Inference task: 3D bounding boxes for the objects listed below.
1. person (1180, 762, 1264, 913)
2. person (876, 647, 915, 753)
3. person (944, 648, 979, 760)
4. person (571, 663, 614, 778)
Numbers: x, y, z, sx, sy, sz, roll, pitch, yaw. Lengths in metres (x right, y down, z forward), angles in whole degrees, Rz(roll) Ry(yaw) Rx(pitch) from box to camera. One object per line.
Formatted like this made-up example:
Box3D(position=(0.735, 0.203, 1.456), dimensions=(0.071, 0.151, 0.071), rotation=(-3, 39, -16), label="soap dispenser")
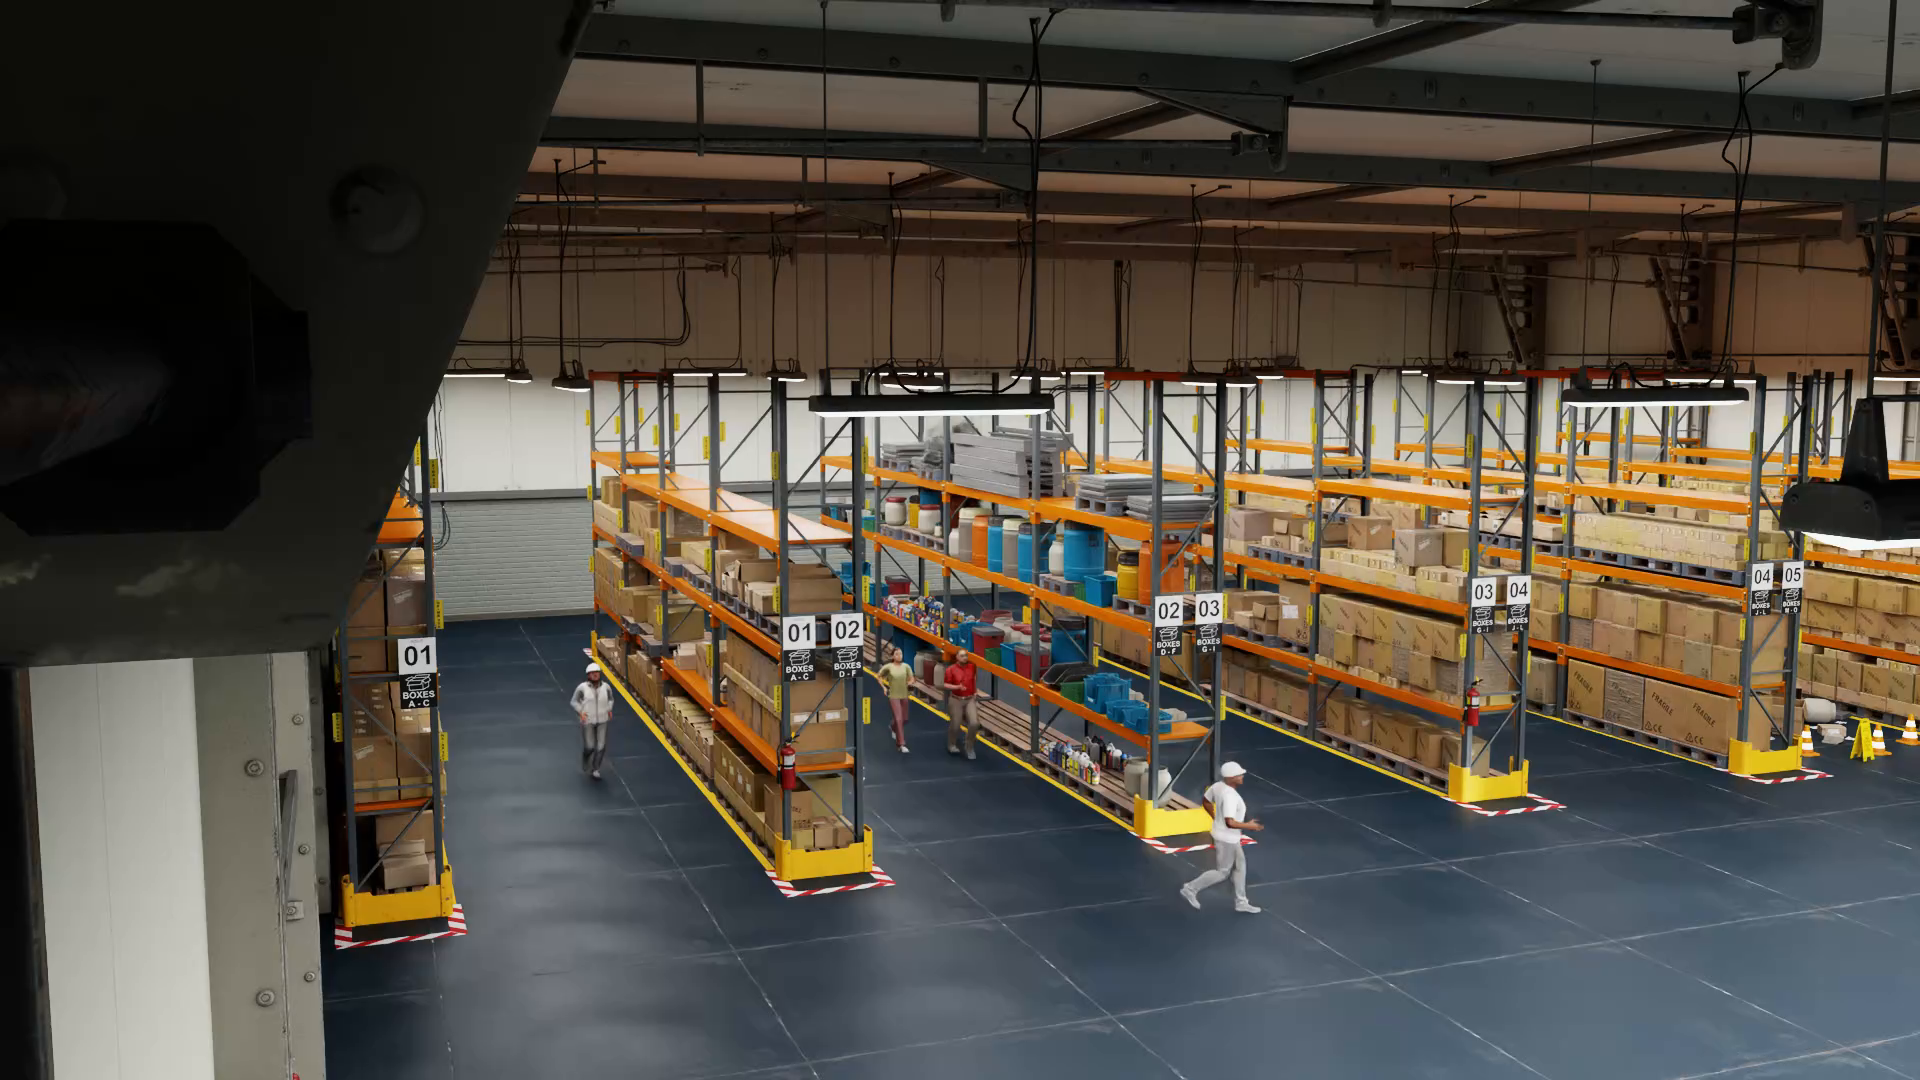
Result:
Box3D(position=(2.953, 3.365, 18.758), dimensions=(0.948, 1.754, 0.681), rotation=(0, 6, 0), label="person")
Box3D(position=(-1.004, 2.528, 26.671), dimensions=(0.586, 1.645, 0.914), rotation=(-3, 7, -24), label="person")
Box3D(position=(0.037, 2.582, 26.101), dimensions=(0.611, 1.776, 0.801), rotation=(-2, 7, -20), label="person")
Box3D(position=(-5.463, 2.698, 24.872), dimensions=(0.643, 1.726, 0.576), rotation=(-3, 7, -26), label="person")
